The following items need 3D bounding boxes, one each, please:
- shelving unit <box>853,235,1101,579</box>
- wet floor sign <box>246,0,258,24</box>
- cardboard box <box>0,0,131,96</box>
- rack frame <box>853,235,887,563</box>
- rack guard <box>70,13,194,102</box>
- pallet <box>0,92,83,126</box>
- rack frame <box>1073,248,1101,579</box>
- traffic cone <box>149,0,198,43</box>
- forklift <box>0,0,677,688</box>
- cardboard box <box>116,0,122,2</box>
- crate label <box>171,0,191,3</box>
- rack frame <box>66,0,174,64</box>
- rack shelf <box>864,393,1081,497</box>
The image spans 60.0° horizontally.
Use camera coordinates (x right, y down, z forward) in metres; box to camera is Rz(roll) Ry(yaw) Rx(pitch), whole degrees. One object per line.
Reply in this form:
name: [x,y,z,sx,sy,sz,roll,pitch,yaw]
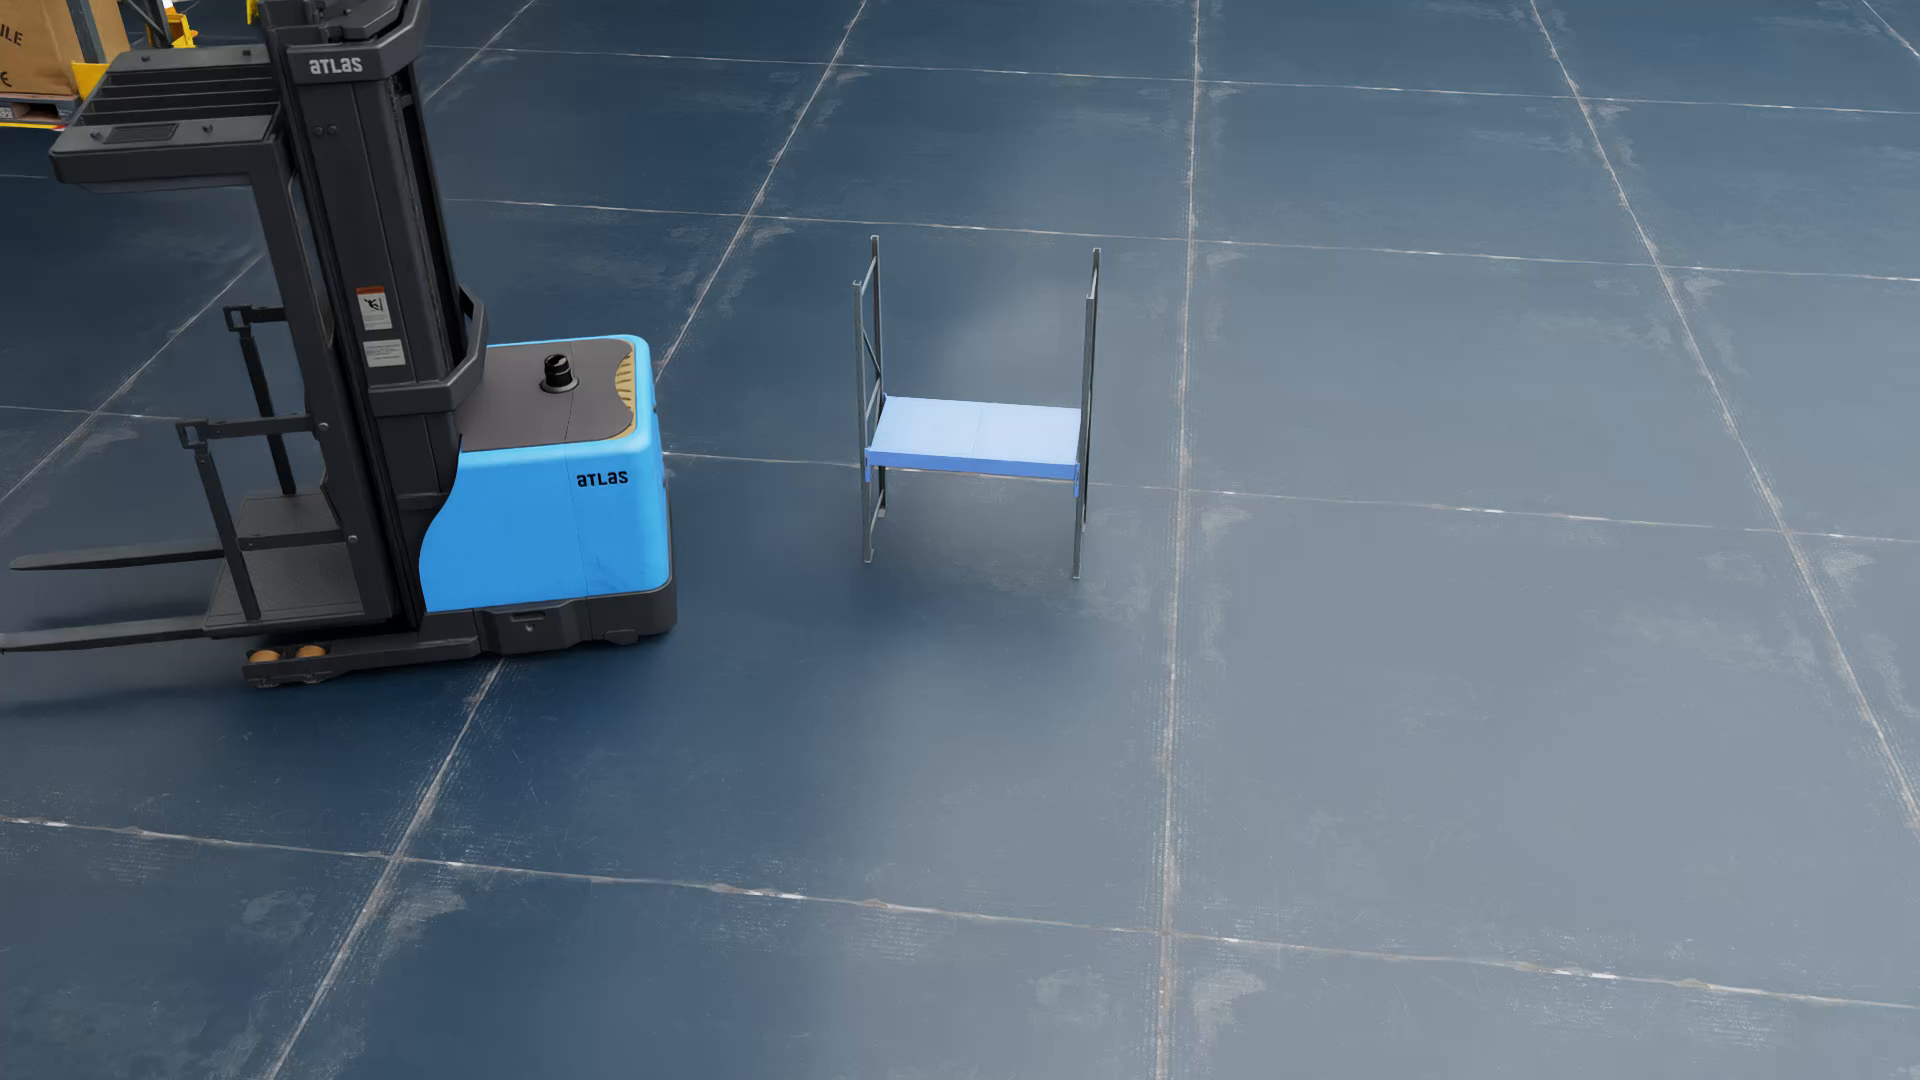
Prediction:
shelving unit: [0.085,-0.604,7.805,1.048,1.500,0.538,4,36,6]
wet floor sign: [-6.138,-4.864,14.509,0.232,0.644,0.267,-2,36,-2]
cardboard box: [-7.099,-4.001,12.742,0.875,0.875,0.875,4,36,6]
rack frame: [-0.420,-0.642,7.858,0.032,1.500,0.500,4,36,6]
rack guard: [-6.395,-3.664,12.954,0.348,0.500,1.175,4,36,6]
pallet: [-7.221,-3.562,13.060,1.213,0.211,1.003,4,36,6]
rack frame: [0.589,-0.567,7.753,0.032,1.500,0.500,4,36,6]
traffic cone: [-6.764,-4.508,14.168,0.334,0.463,0.336,4,36,6]
forklift: [-2.861,-0.872,6.949,3.031,2.935,1.130,-6,36,-8]
cardboard box: [-7.953,-5.198,15.100,0.637,0.503,0.797,-20,40,-26]
crate label: [-7.071,-5.024,15.171,0.298,0.136,0.250,-14,38,-18]
rack frame: [-6.418,-4.683,12.230,0.127,3.000,1.000,4,36,6]
rack shelf: [0.085,-0.458,7.910,1.000,0.185,0.538,4,36,6]
